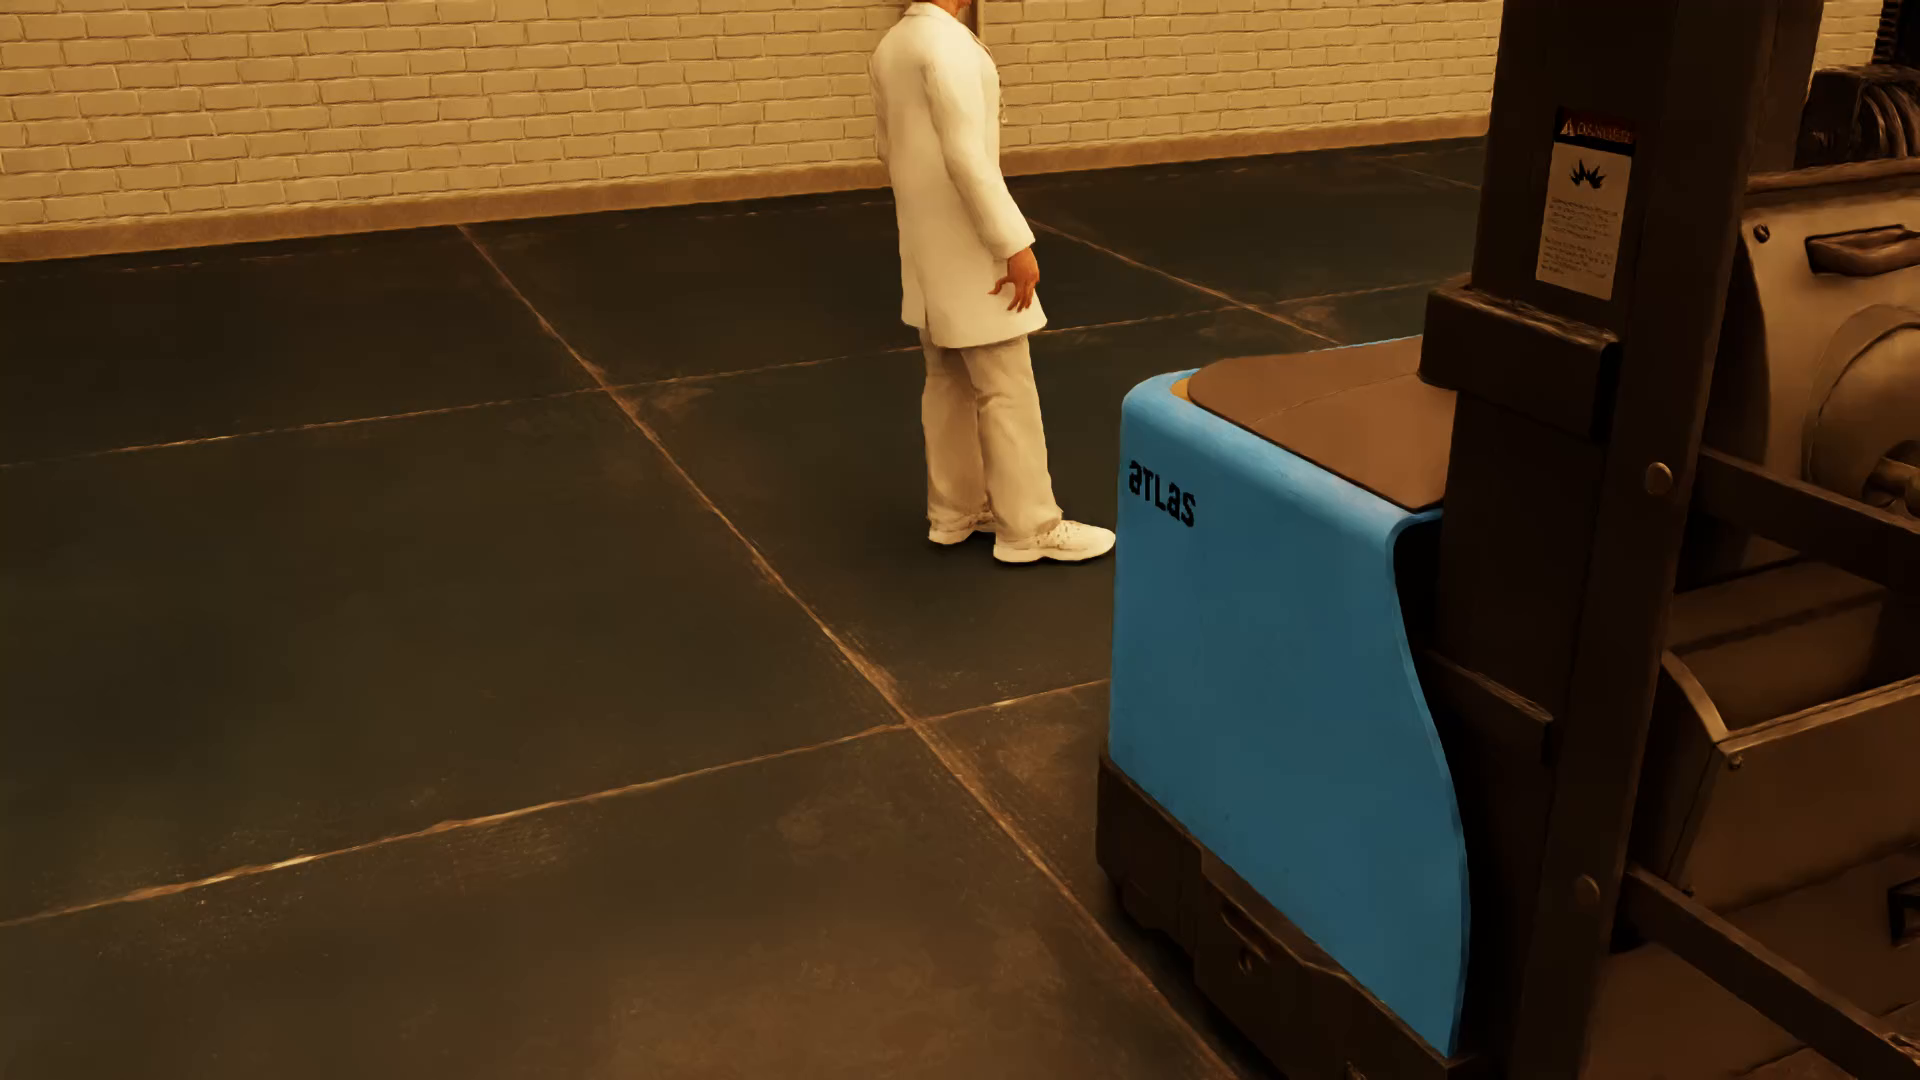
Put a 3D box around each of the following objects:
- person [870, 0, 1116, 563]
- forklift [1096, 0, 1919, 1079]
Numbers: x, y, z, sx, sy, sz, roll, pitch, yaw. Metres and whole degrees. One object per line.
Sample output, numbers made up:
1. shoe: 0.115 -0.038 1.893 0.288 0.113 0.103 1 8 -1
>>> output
1. person: 0.084 -0.841 4.795 0.579 1.776 0.694 -10 25 -23
2. forklift: 1.377 -0.231 1.841 1.130 2.935 3.031 -11 25 -24
